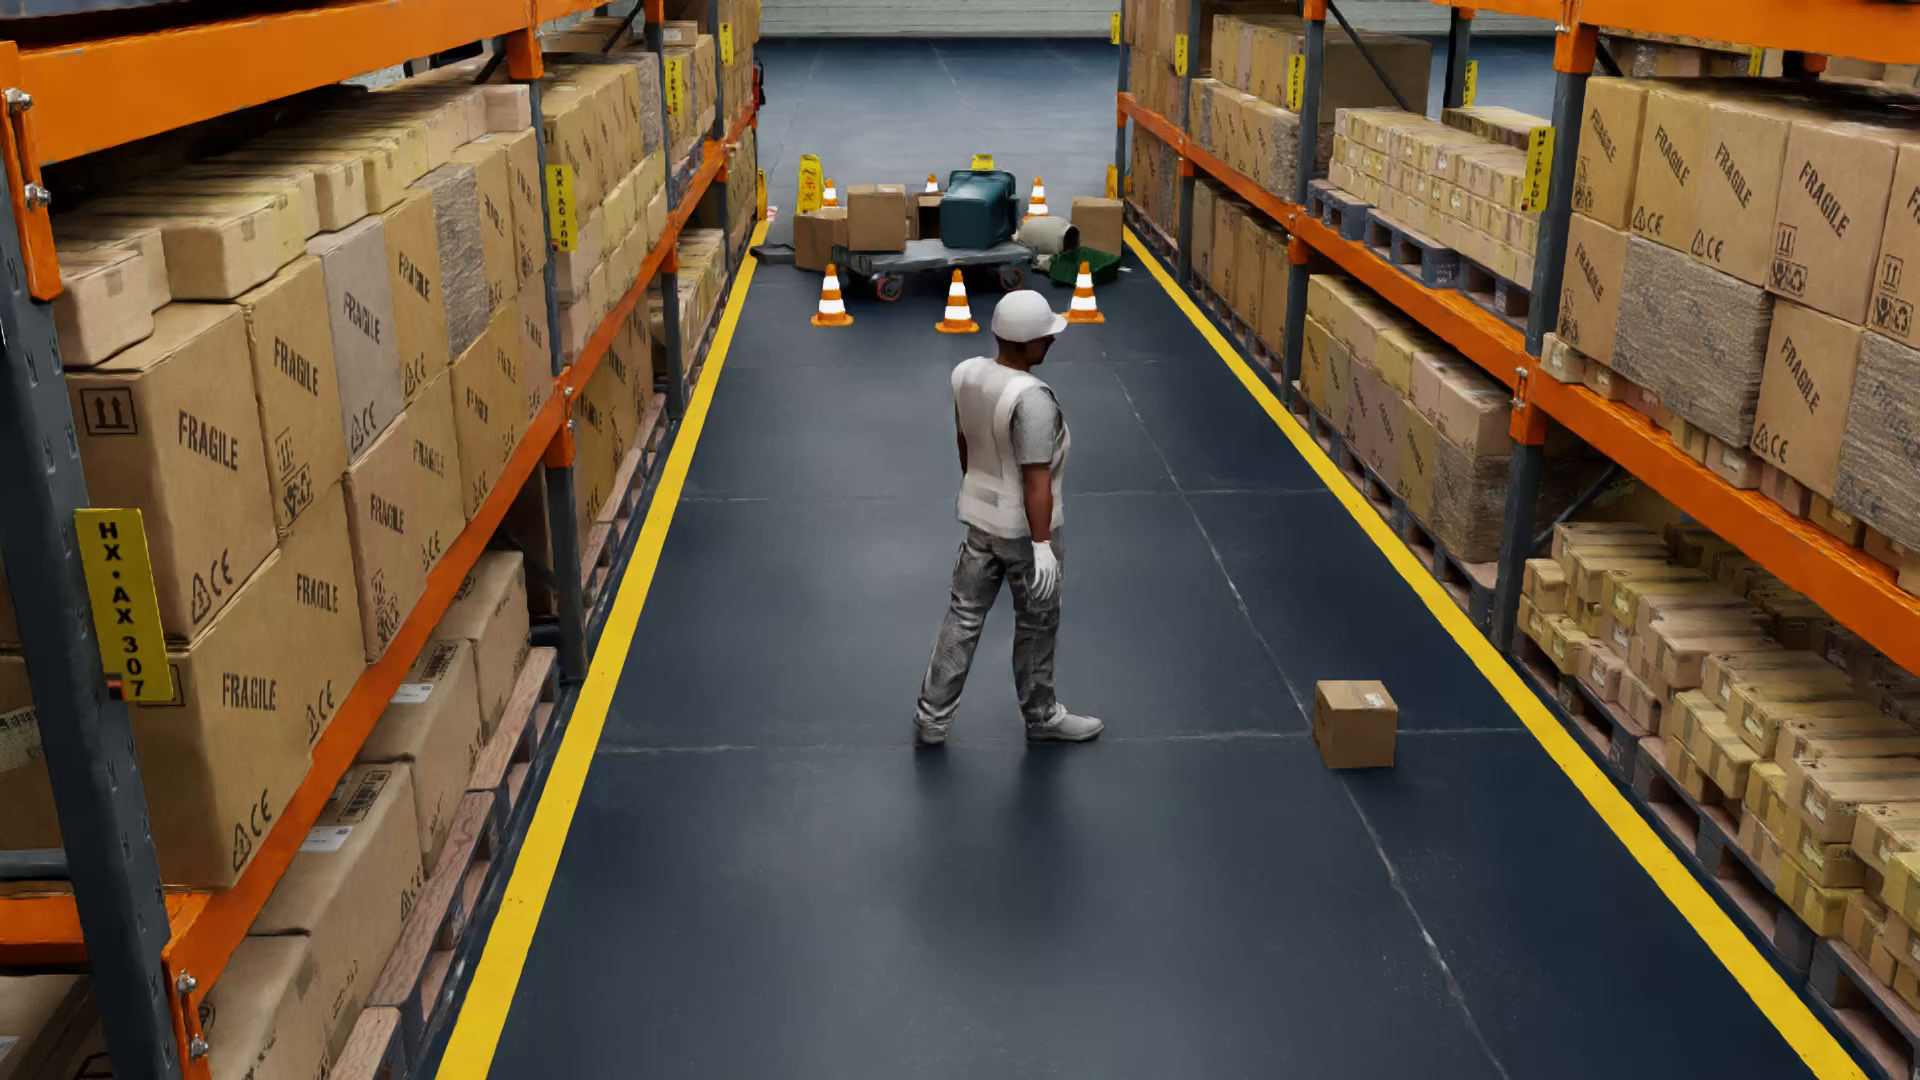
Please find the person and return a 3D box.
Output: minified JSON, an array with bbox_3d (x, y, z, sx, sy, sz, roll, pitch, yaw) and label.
[{"bbox_3d":[0.194,-0.051,6.181,0.659,1.781,0.706,-15,25,-34],"label":"person"}]
